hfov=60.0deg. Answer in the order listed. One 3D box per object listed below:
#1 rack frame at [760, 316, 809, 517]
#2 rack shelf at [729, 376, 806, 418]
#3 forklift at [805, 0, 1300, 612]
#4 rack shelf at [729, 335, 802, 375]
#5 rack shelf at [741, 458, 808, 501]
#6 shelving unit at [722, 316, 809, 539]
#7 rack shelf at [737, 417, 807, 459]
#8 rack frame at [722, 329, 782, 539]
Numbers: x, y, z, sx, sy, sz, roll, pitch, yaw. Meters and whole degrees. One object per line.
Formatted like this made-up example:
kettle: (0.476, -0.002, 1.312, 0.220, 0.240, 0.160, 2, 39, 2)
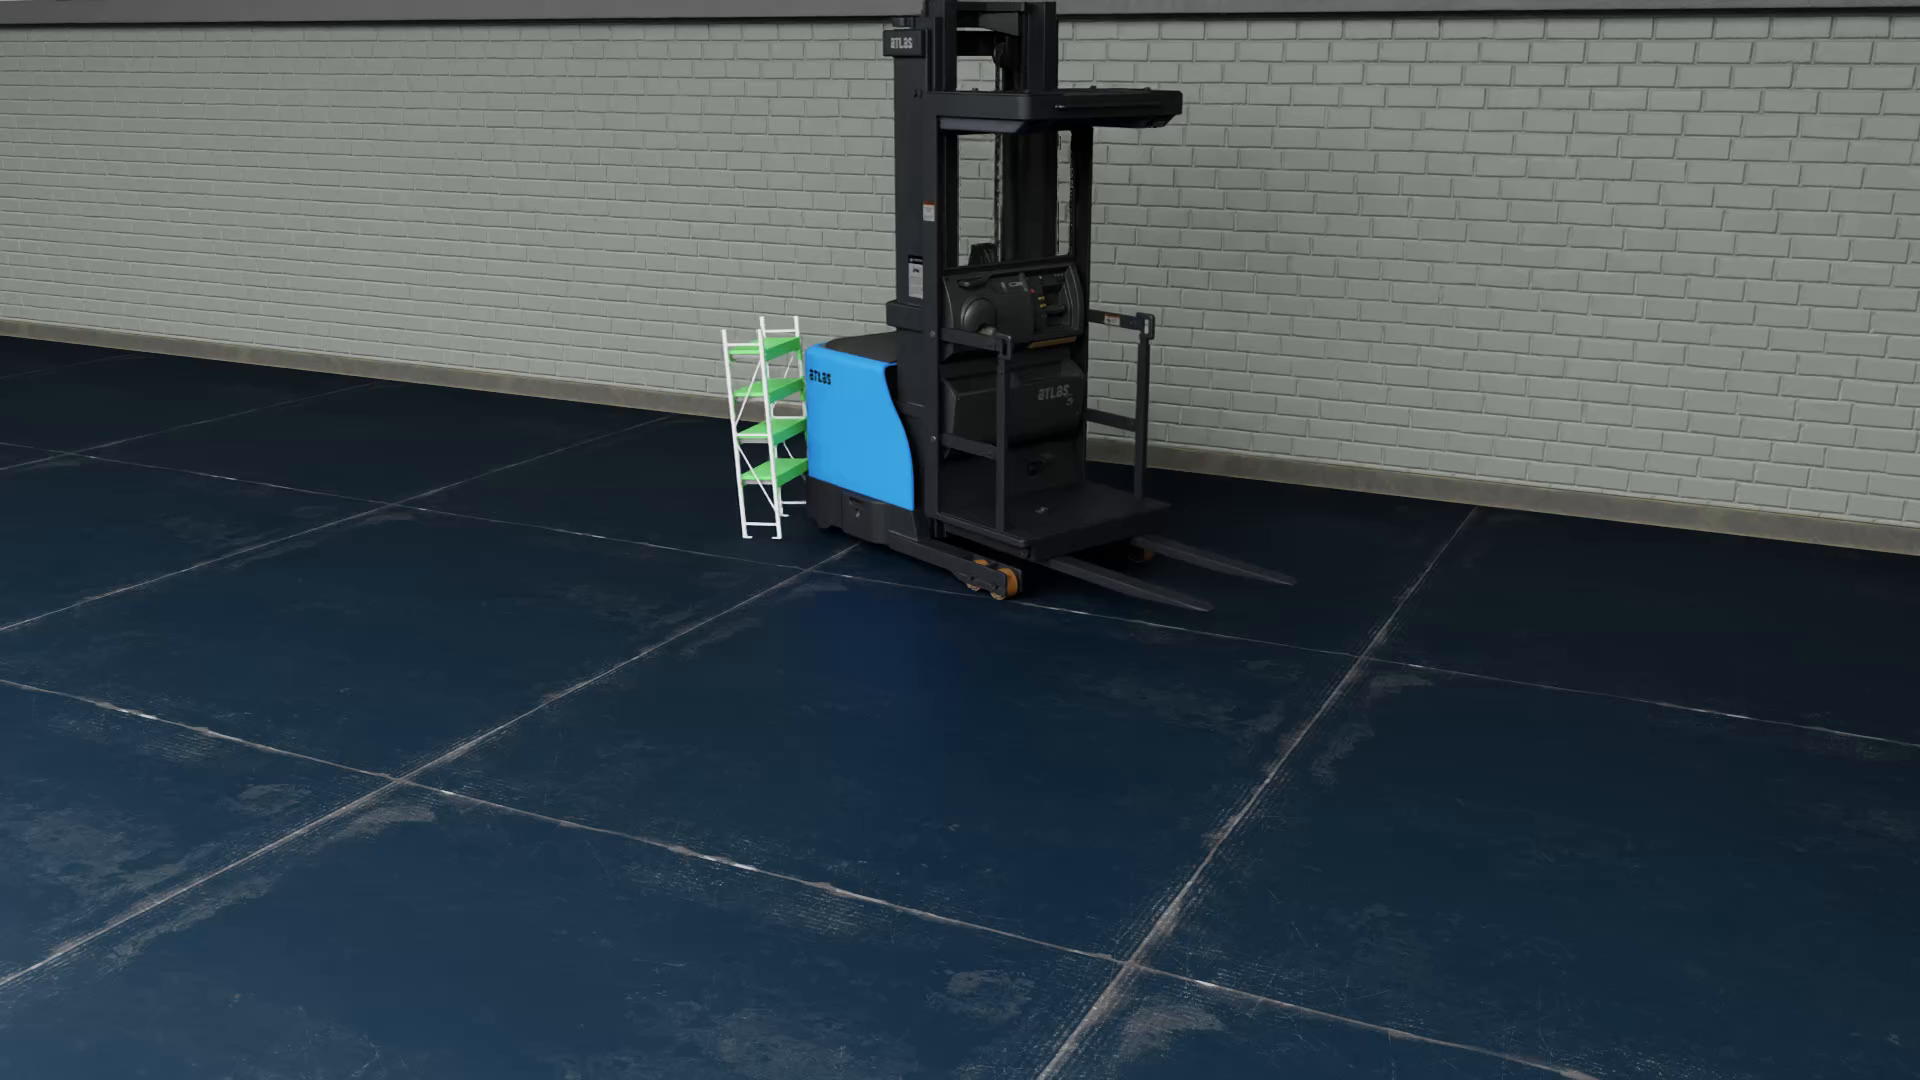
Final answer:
rack frame: (-1.012, -0.720, 9.813, 0.240, 1.200, 0.015, 2, 16, 19)
rack shelf: (-1.102, -0.824, 9.545, 0.258, 0.148, 0.480, 2, 16, 19)
forklift: (0.424, -1.258, 8.612, 1.130, 2.935, 3.031, -13, 21, -38)
rack shelf: (-1.118, -1.055, 9.482, 0.258, 0.148, 0.480, 2, 16, 19)
rack shelf: (-1.071, -0.362, 9.671, 0.258, 0.148, 0.480, 2, 16, 19)
shelving unit: (-1.091, -0.655, 9.592, 0.258, 1.200, 0.503, 2, 16, 19)
rack shelf: (-1.086, -0.593, 9.608, 0.258, 0.148, 0.480, 2, 16, 19)
rack frame: (-1.169, -0.589, 9.370, 0.240, 1.200, 0.015, 2, 16, 19)
